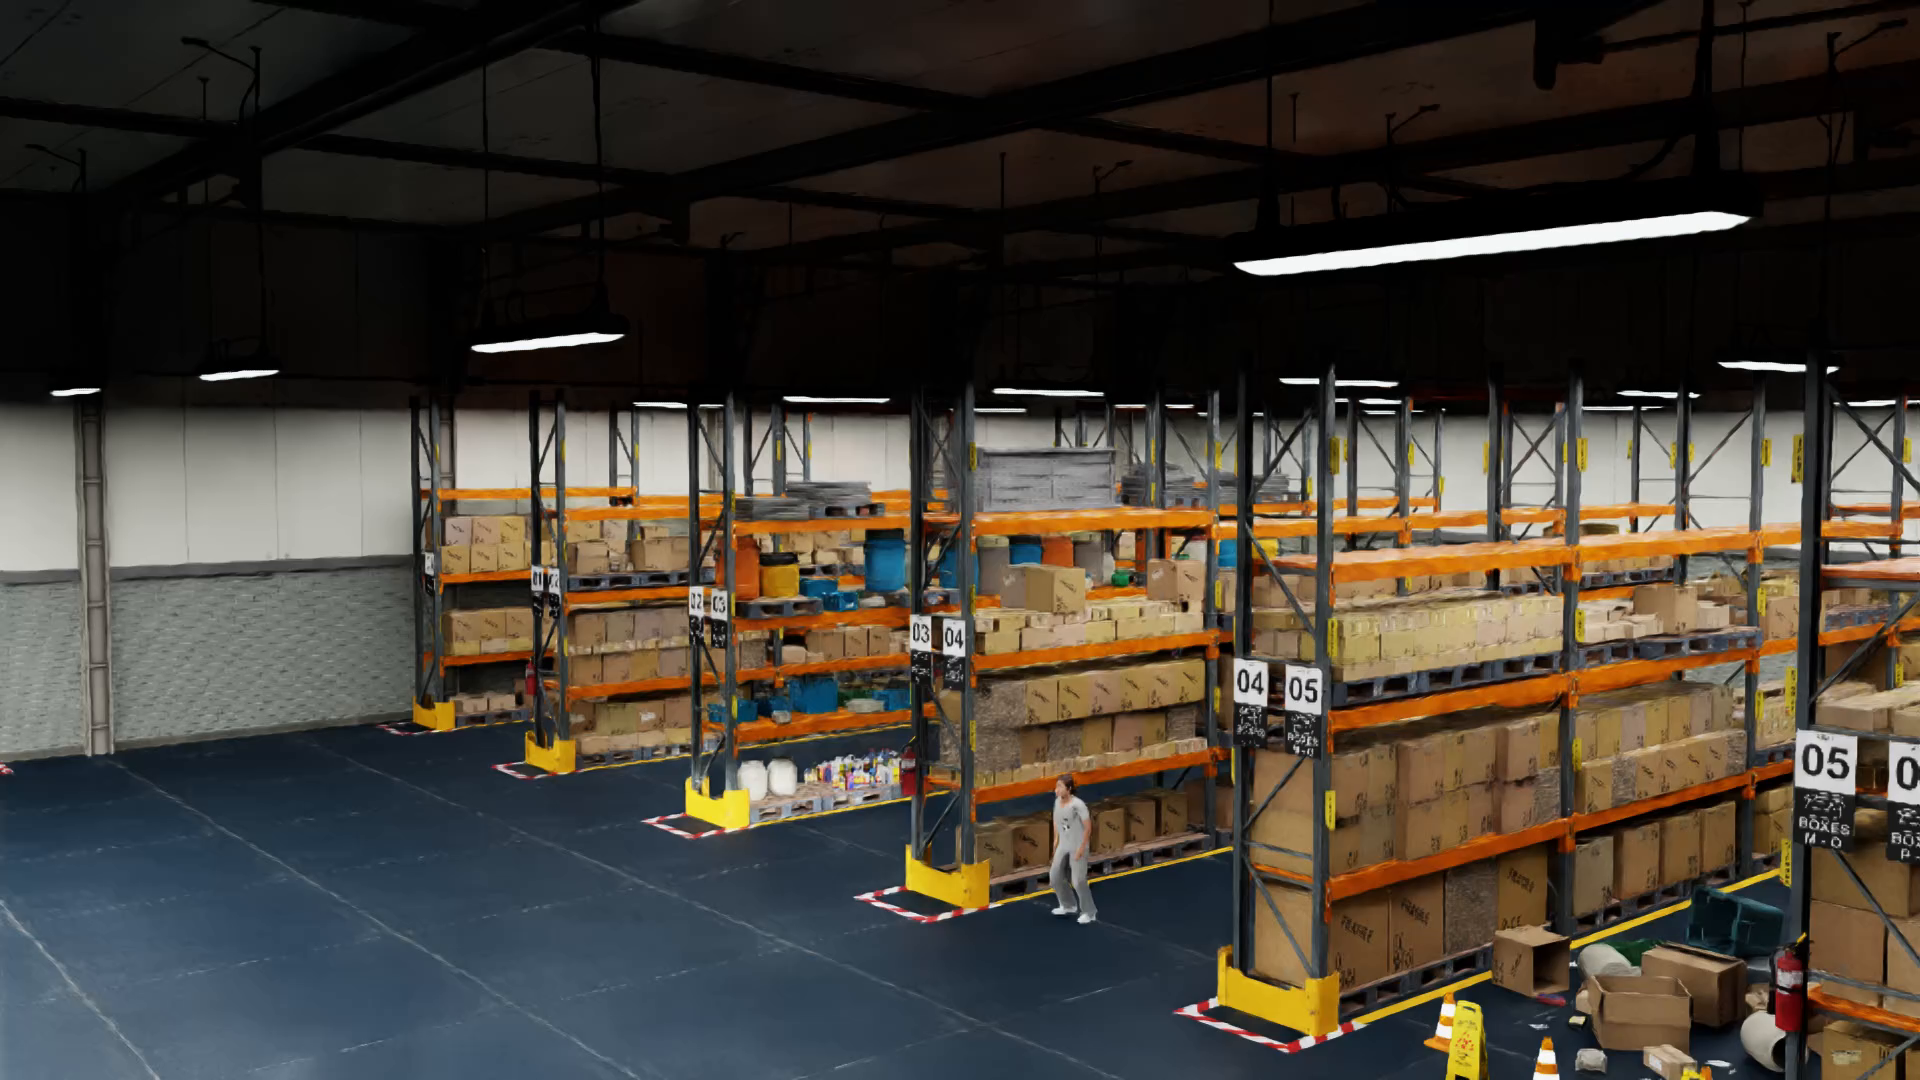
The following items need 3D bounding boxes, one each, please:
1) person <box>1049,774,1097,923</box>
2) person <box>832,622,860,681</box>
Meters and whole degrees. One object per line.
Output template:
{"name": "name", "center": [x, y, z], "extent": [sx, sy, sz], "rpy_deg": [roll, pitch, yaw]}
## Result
{"name": "person", "center": [1.212, 3.305, 17.909], "extent": [0.507, 1.618, 0.580], "rpy_deg": [-3, 4, -41]}
{"name": "person", "center": [-2.304, 2.385, 33.253], "extent": [0.997, 1.621, 0.502], "rpy_deg": [-3, 4, -41]}
